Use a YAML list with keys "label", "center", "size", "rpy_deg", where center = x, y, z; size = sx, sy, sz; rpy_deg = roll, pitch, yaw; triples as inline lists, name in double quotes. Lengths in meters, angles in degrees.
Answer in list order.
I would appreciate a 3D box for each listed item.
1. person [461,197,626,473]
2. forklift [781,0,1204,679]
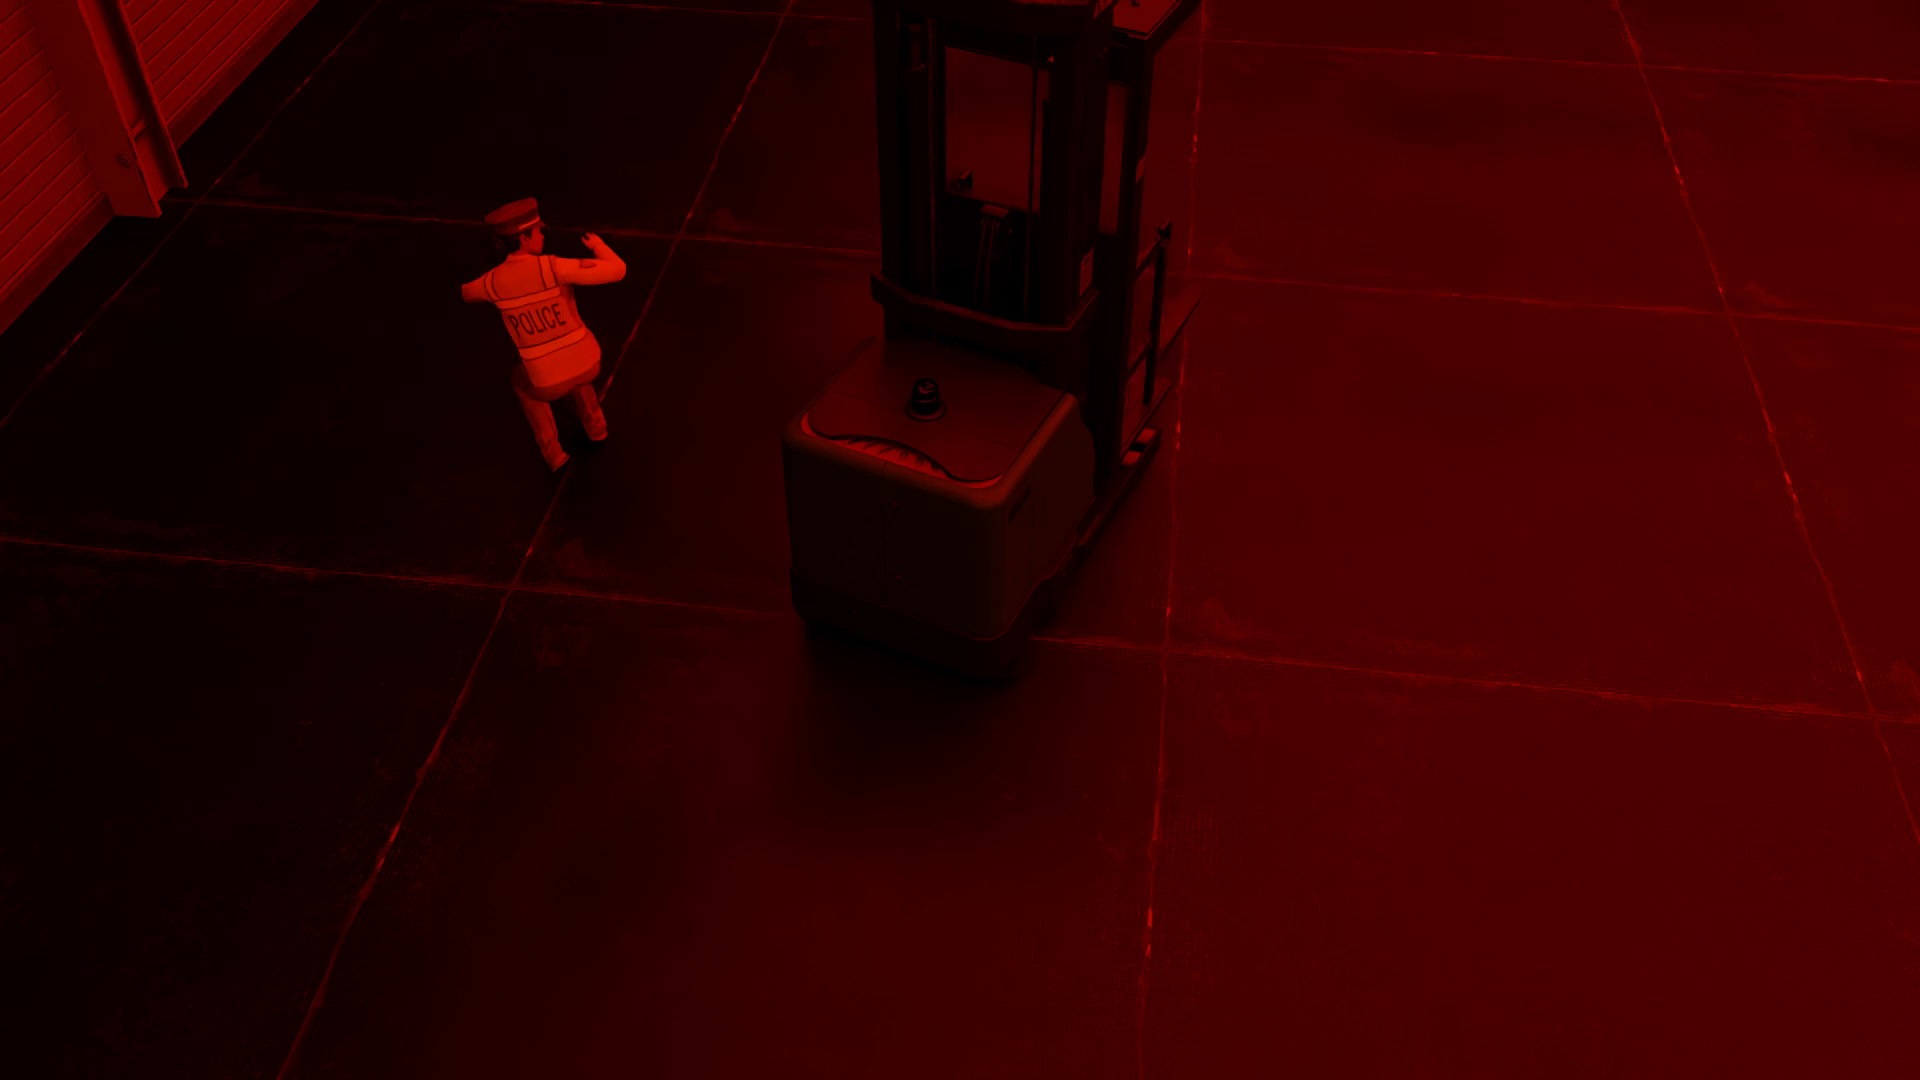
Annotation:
- label: "person"
  center: [-1.969, -1.041, 7.994]
  size: [0.729, 1.394, 0.898]
  rpy_deg: [-16, 45, -17]
- label: "forklift"
  center: [0.356, -1.480, 7.335]
  size: [1.130, 2.935, 3.031]
  rpy_deg: [19, 46, 19]
